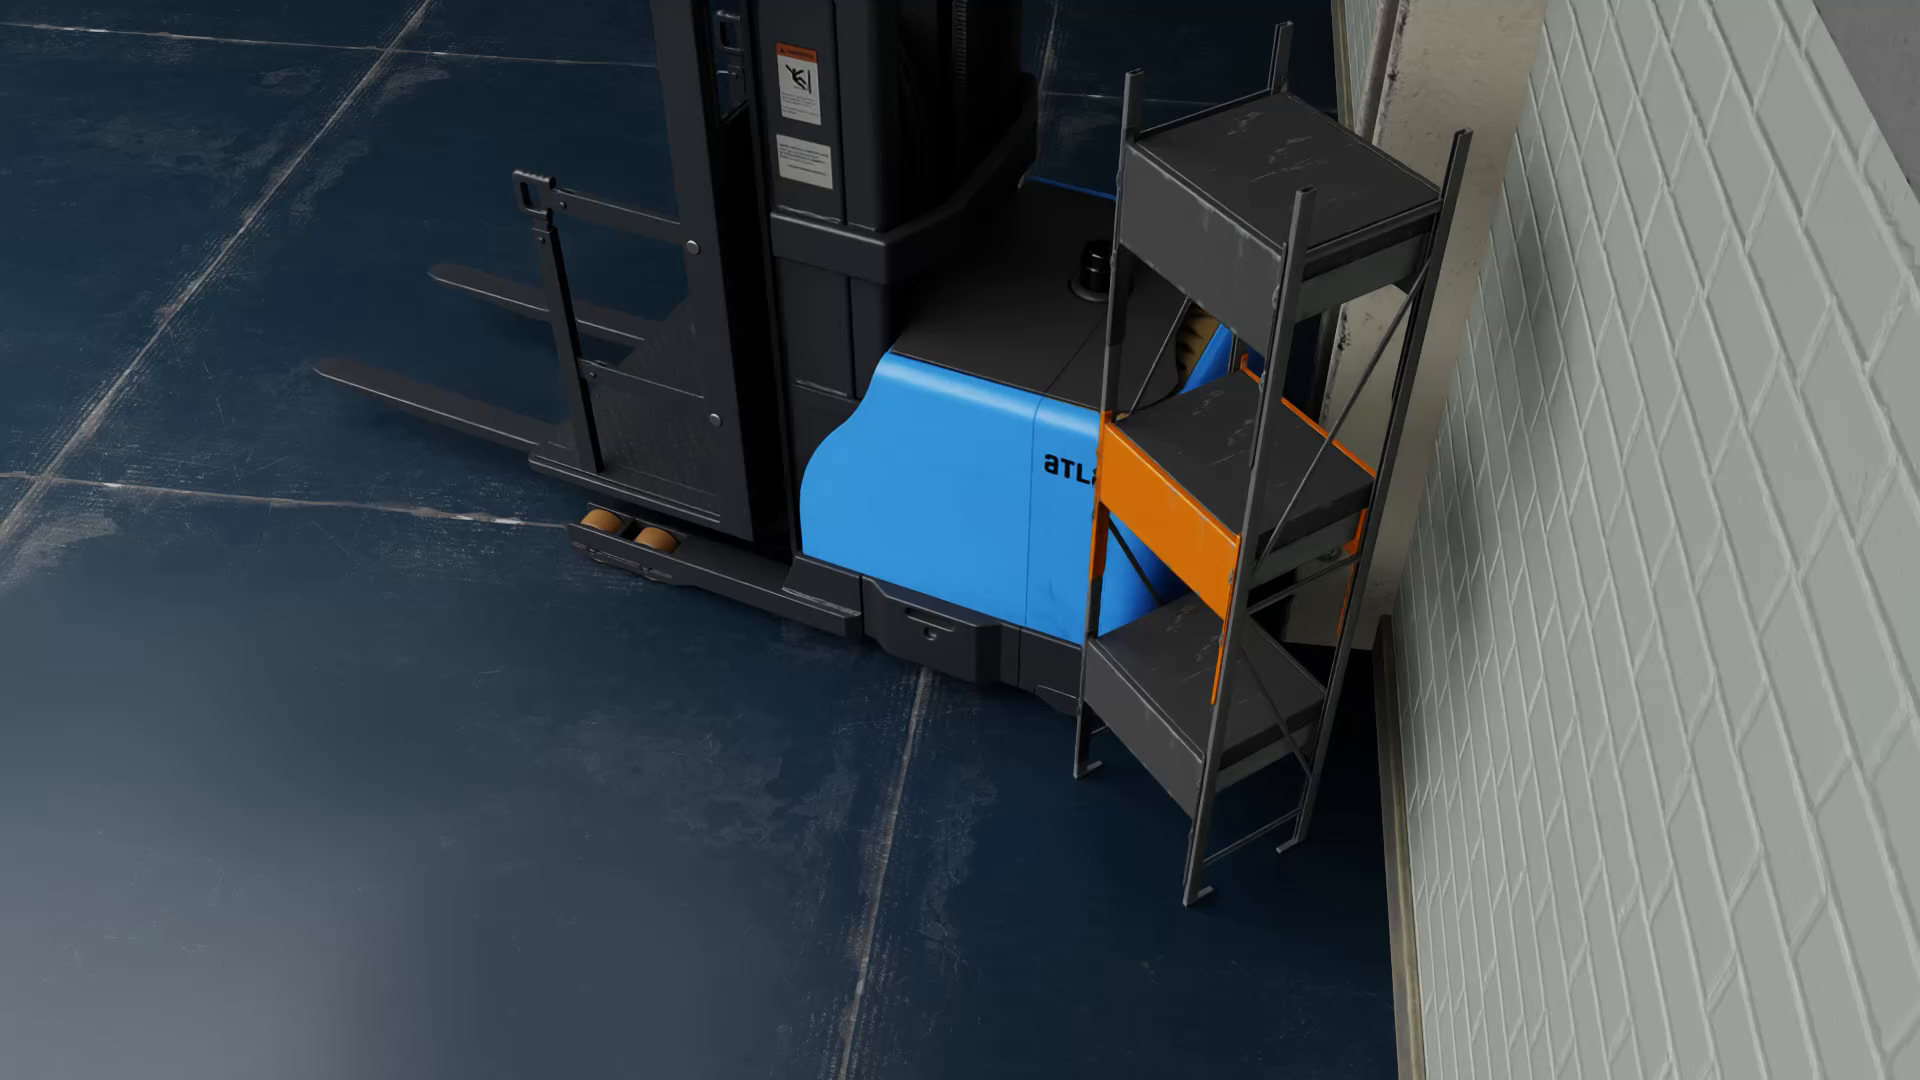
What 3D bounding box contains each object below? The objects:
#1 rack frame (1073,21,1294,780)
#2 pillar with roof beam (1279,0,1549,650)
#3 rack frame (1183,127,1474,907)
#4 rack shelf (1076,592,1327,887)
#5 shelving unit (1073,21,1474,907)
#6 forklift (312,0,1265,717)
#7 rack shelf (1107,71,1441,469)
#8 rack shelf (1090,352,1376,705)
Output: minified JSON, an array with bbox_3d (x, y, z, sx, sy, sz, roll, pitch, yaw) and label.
[{"bbox_3d":[0.484,-0.184,3.917,0.400,2.100,0.015,-23,48,-23],"label":"rack frame"},{"bbox_3d":[-3.141,-3.481,2.381,9.100,9.000,0.400,5,44,6],"label":"pillar with roof beam"},{"bbox_3d":[0.744,0.100,3.617,0.400,2.100,0.015,-23,48,-23],"label":"rack frame"},{"bbox_3d":[0.614,0.477,4.257,0.431,0.518,0.480,-23,48,-23],"label":"rack shelf"},{"bbox_3d":[0.614,-0.042,3.767,0.431,2.100,0.503,-23,48,-23],"label":"shelving unit"},{"bbox_3d":[-0.646,-1.248,4.437,3.031,2.935,1.130,18,46,18],"label":"forklift"},{"bbox_3d":[0.614,-0.540,3.295,0.431,0.518,0.480,-23,48,-23],"label":"rack shelf"},{"bbox_3d":[0.614,-0.032,3.776,0.431,0.518,0.480,-23,48,-23],"label":"rack shelf"}]
